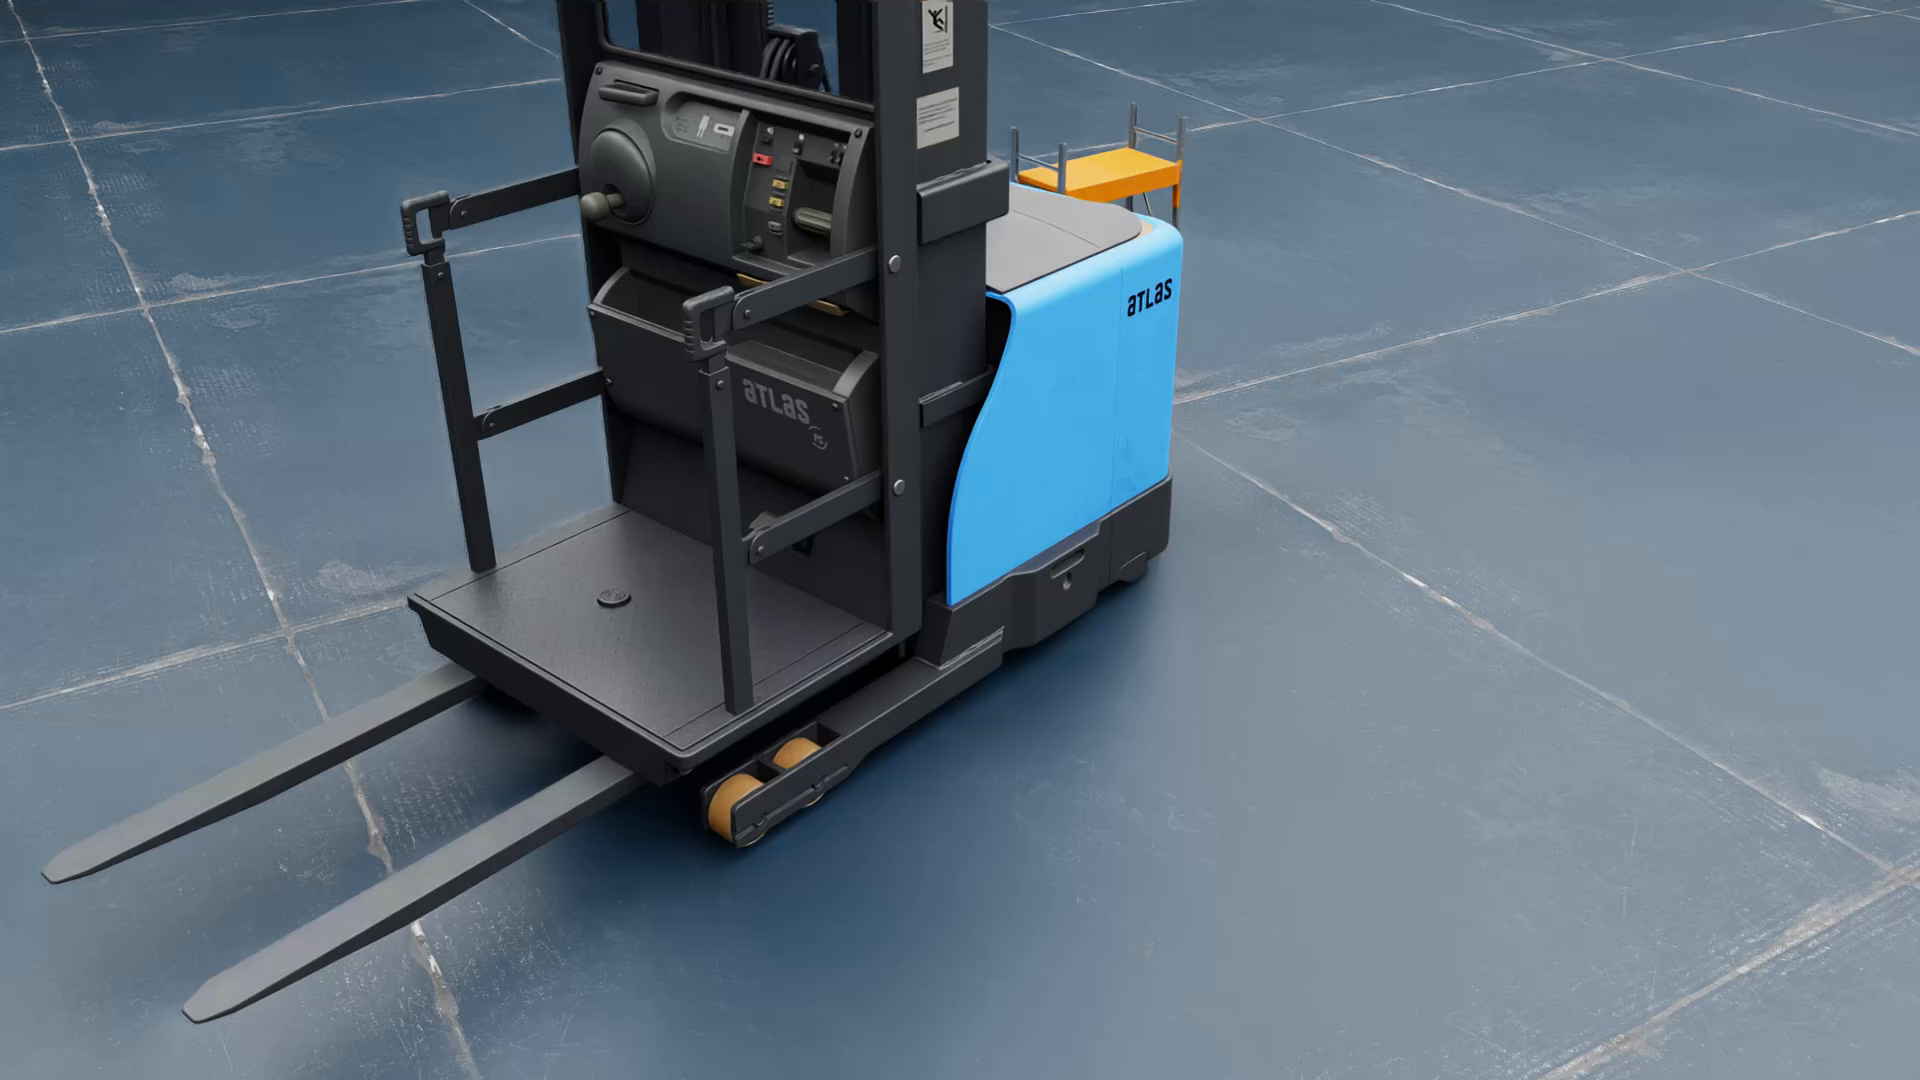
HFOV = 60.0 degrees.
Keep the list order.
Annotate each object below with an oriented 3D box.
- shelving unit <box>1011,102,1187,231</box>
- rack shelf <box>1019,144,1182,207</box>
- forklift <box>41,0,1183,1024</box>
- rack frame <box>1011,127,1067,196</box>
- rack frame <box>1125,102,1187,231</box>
[{"bbox_3d":[0.428,-0.750,5.368,0.503,1.200,0.258,-20,35,-32],"label":"shelving unit"},{"bbox_3d":[0.428,-1.094,5.178,0.480,0.148,0.258,-20,35,-32],"label":"rack shelf"},{"bbox_3d":[-0.706,-0.835,3.730,1.130,2.935,3.031,23,36,35],"label":"forklift"},{"bbox_3d":[0.234,-0.678,5.237,0.015,1.200,0.240,-20,35,-32],"label":"rack frame"},{"bbox_3d":[0.621,-0.822,5.498,0.015,1.200,0.240,-20,35,-32],"label":"rack frame"}]
